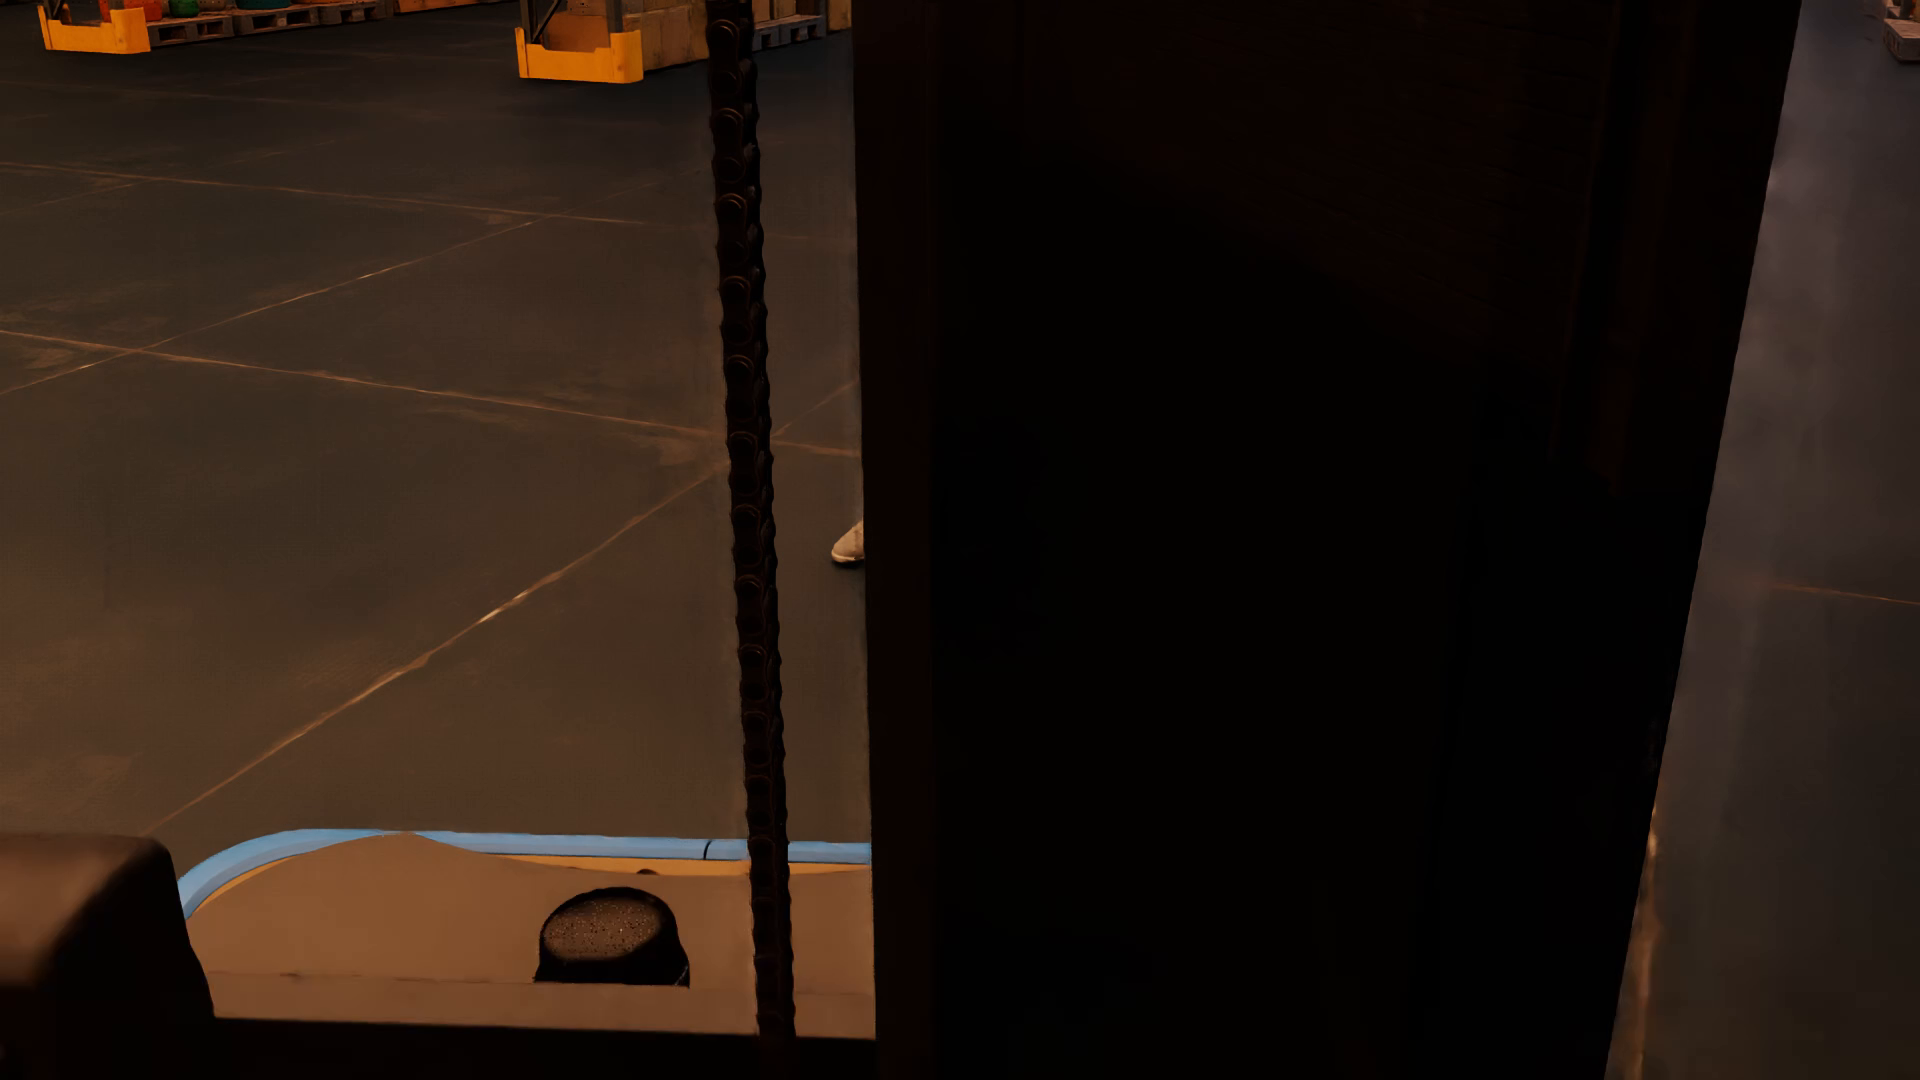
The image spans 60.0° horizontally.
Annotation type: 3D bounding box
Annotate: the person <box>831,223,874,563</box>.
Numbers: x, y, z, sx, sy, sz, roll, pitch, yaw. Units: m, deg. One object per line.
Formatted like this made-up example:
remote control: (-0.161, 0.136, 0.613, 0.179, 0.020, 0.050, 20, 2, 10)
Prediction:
person: (-0.033, -0.765, 4.707, 0.586, 1.694, 0.530, 9, 24, 21)
